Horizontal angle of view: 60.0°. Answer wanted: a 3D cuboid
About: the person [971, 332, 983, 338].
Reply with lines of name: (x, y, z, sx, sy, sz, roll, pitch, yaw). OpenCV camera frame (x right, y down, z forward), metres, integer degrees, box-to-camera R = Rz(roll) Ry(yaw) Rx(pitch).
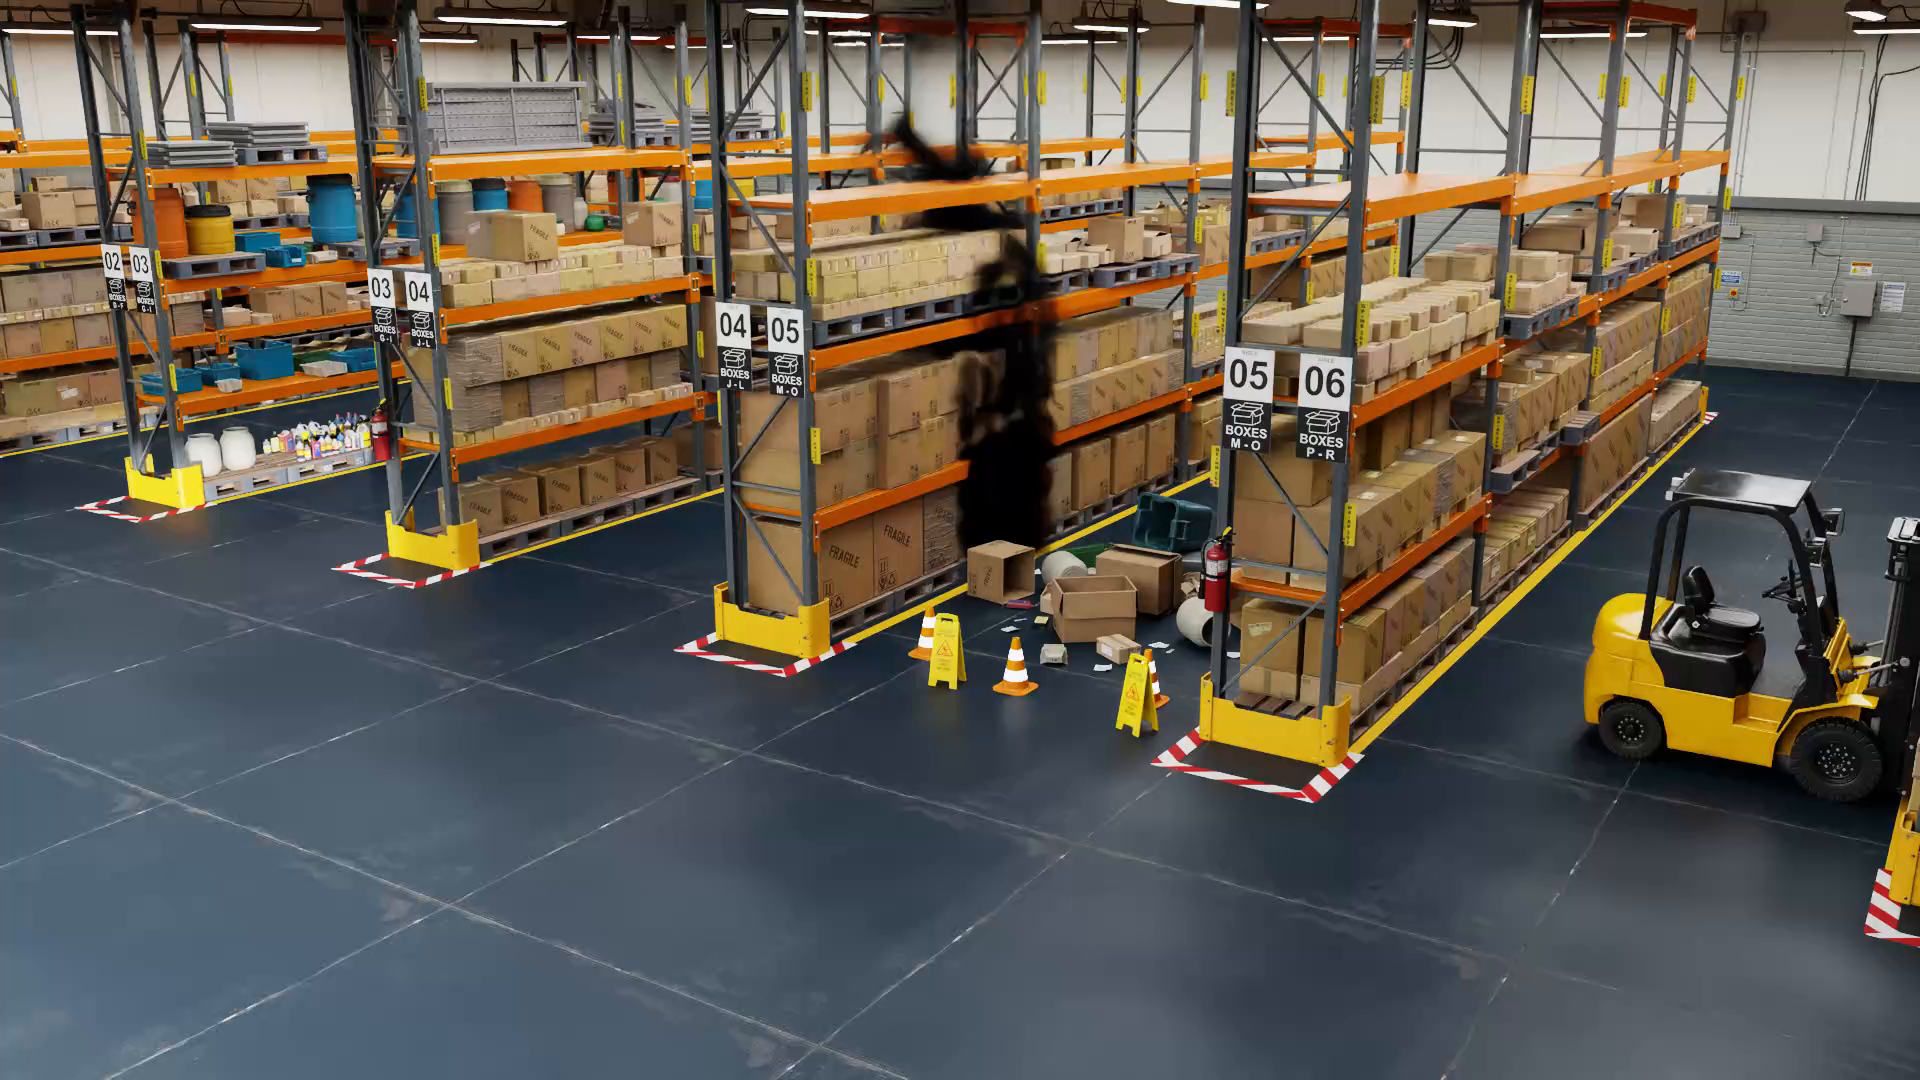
person: (0.231, -2.213, 24.255, 0.529, 1.647, 0.620, 8, 18, 28)
